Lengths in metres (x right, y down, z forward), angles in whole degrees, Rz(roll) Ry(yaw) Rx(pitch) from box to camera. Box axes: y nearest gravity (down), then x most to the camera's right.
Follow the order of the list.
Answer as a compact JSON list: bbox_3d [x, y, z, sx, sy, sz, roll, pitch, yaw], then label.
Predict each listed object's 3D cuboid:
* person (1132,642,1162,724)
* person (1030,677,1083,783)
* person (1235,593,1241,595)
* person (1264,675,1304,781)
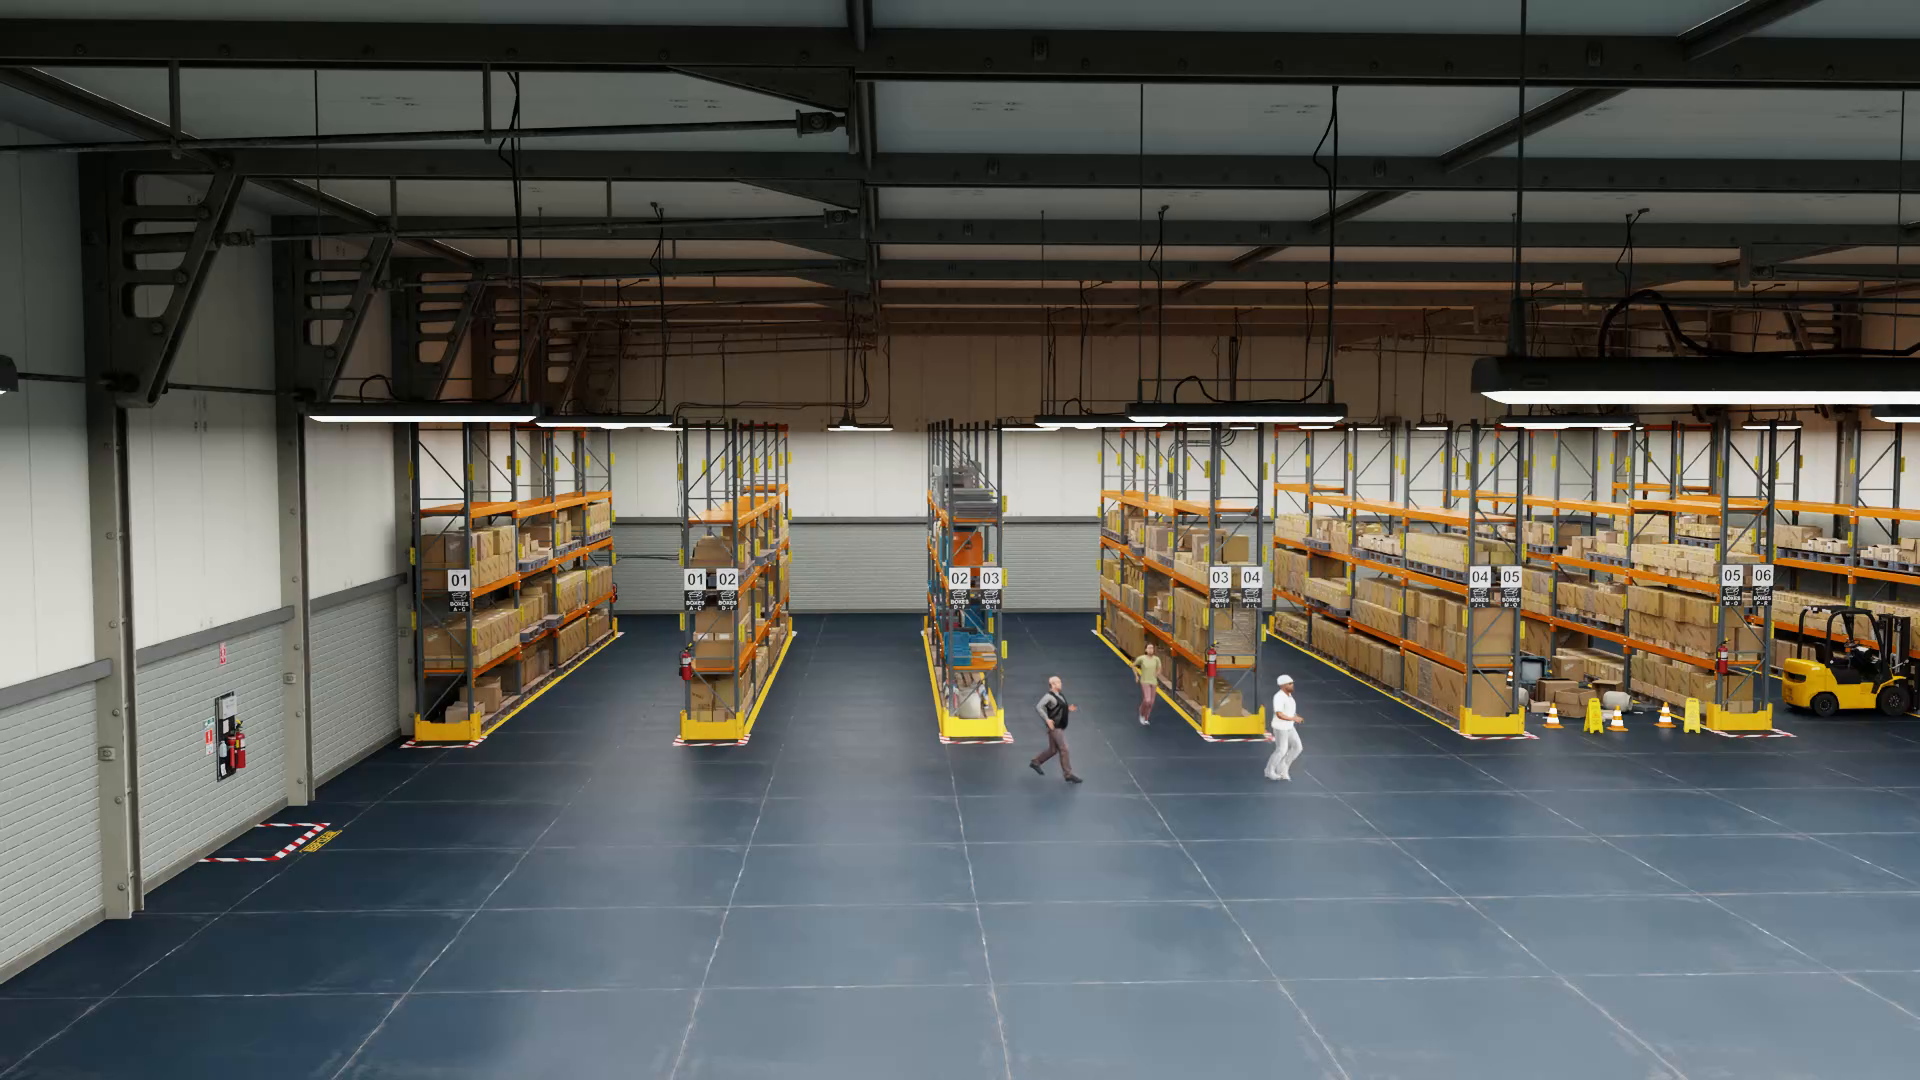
[{"bbox_3d":[3.687,2.810,32.487,0.554,1.624,0.585,-1,4,-13],"label":"person"},{"bbox_3d":[1.572,3.091,27.258,0.967,1.708,0.653,1,4,21],"label":"person"},{"bbox_3d":[7.715,1.799,47.826,0.936,1.723,0.722,2,4,28],"label":"person"},{"bbox_3d":[5.364,3.105,27.362,0.695,1.789,0.724,2,4,31],"label":"person"}]
